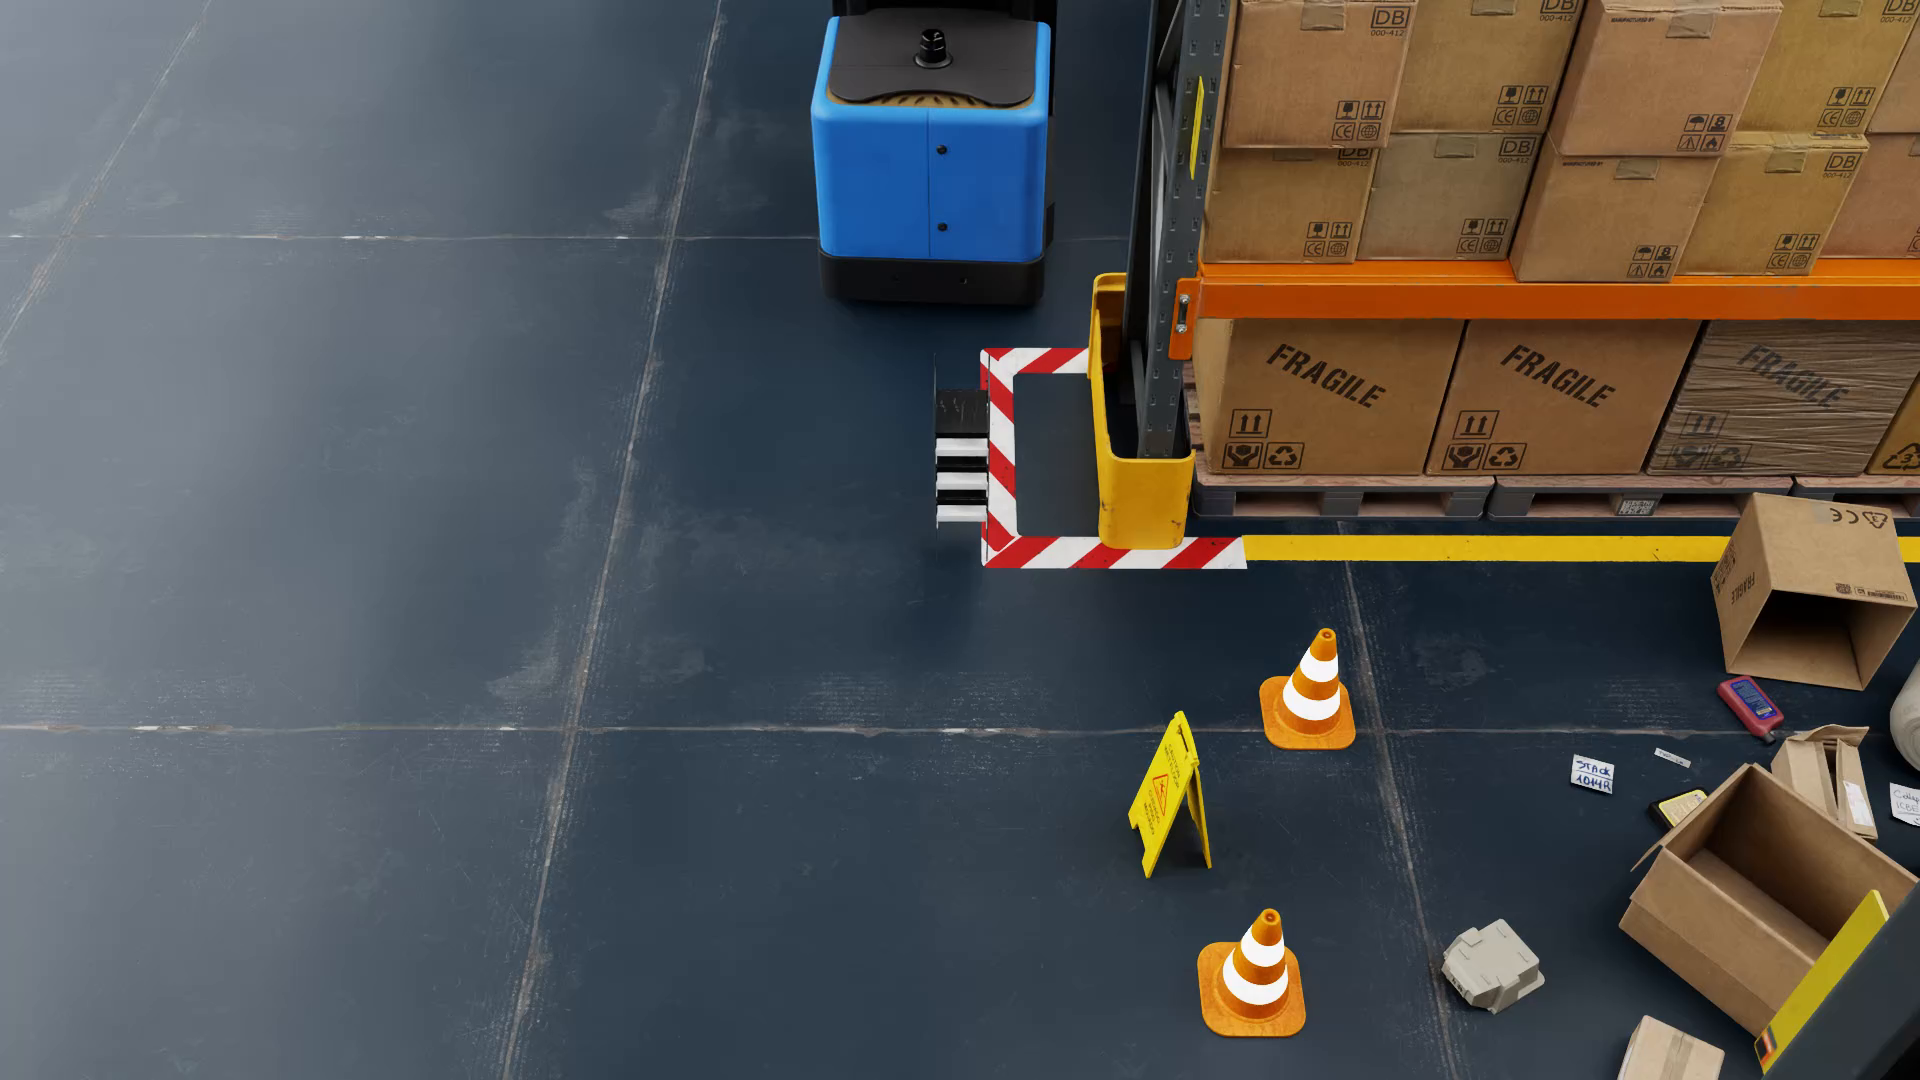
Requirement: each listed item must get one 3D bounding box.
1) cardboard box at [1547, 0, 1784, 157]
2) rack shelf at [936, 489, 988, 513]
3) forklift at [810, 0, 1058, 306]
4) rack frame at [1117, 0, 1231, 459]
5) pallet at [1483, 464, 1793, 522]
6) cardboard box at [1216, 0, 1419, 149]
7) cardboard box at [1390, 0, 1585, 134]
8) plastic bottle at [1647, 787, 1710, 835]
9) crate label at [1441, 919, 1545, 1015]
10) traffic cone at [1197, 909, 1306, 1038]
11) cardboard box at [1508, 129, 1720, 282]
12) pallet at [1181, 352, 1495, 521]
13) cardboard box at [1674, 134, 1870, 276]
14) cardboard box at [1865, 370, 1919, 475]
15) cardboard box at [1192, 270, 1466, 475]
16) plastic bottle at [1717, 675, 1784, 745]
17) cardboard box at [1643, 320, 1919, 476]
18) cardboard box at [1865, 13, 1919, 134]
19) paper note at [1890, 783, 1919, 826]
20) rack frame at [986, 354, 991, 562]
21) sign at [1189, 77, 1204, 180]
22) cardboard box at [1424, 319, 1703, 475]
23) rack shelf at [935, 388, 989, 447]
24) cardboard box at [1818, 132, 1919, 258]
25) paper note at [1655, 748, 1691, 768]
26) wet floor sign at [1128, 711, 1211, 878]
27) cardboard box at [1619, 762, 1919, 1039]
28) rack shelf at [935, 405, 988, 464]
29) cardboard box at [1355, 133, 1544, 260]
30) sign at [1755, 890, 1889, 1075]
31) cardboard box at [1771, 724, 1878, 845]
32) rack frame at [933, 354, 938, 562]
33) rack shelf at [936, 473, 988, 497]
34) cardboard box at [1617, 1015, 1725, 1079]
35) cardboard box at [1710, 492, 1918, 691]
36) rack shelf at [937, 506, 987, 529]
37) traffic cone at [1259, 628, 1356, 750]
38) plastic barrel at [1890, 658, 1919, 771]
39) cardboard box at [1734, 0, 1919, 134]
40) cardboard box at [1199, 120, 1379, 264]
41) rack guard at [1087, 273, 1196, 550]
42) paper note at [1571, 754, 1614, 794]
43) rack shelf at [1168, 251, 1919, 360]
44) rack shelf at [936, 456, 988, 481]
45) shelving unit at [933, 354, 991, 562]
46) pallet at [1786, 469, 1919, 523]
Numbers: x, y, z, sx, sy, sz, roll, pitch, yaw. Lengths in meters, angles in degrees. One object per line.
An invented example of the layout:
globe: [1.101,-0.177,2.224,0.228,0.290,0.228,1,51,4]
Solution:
cardboard box: [2.253,-1.767,5.586,0.550,0.550,0.875,0,47,0]
rack shelf: [0.008,-0.223,6.592,0.200,0.077,0.258,0,47,0]
forklift: [-0.059,-3.164,7.774,1.130,2.935,3.031,2,47,2]
rack frame: [0.772,-1.412,6.096,0.127,3.000,1.000,0,47,0]
pallet: [2.789,-0.512,7.163,1.213,0.211,1.003,0,47,0]
cardboard box: [1.143,-1.802,5.619,0.550,0.550,0.875,0,47,0]
cardboard box: [1.693,-1.868,5.680,0.550,0.550,0.875,0,47,0]
plastic bottle: [2.599,0.956,5.899,0.283,0.061,0.133,-15,49,-13]
crate label: [1.740,1.387,5.446,0.298,0.136,0.250,-23,51,-20]
traffic cone: [0.954,1.319,5.287,0.334,0.463,0.336,0,47,0]
cardboard box: [2.253,-1.417,5.998,0.550,0.550,0.875,0,47,0]
pallet: [1.572,-0.517,7.168,1.213,0.211,1.003,0,47,0]
cardboard box: [2.783,-1.446,6.025,0.500,0.550,0.875,0,47,0]
cardboard box: [4.143,-0.874,6.759,0.875,0.875,0.875,1,47,1]
cardboard box: [1.450,-0.878,6.764,0.875,0.875,0.875,0,47,0]
plastic bottle: [2.966,0.636,6.197,0.133,0.061,0.283,-15,49,-13]
cardboard box: [3.242,-0.873,6.759,0.875,0.875,0.875,0,47,0]
cardboard box: [3.313,-1.865,5.677,0.550,0.550,0.875,0,47,0]
paper note: [3.407,0.948,5.932,0.155,0.023,0.172,15,49,14]
rack frame: [0.110,-0.306,6.501,0.006,0.900,0.240,0,47,0]
sign: [0.764,-1.328,5.372,0.005,0.325,0.100,0,47,0]
cardboard box: [2.330,-0.877,6.763,0.875,0.875,0.875,-1,47,0]
rack shelf: [0.008,-0.468,6.328,0.200,0.077,0.258,0,47,0]
cardboard box: [3.313,-1.517,6.092,0.550,0.550,0.875,0,47,0]
paper note: [2.607,0.797,6.082,0.123,0.001,0.032,23,51,20]
wet floor sign: [0.736,0.839,5.609,0.232,0.644,0.267,-7,47,-7]
cardboard box: [2.621,1.213,5.358,0.637,0.503,0.797,-31,54,-26]
rack shelf: [0.008,-0.407,6.394,0.200,0.077,0.258,0,47,0]
cardboard box: [1.693,-1.510,6.085,0.550,0.550,0.875,0,47,0]
sign: [0.877,0.481,1.679,0.005,0.325,0.100,0,47,0]
cardboard box: [3.046,0.873,5.836,0.258,0.266,0.396,8,48,7]
rack frame: [-0.094,-0.307,6.502,0.006,0.900,0.240,0,47,0]
rack shelf: [0.008,-0.284,6.526,0.200,0.077,0.258,0,47,0]
cardboard box: [2.172,1.707,5.140,0.250,0.149,0.380,23,51,20]
cardboard box: [3.216,0.196,6.305,0.500,0.500,0.500,8,48,7]
rack shelf: [0.008,-0.161,6.657,0.200,0.077,0.258,0,47,0]
traffic cone: [1.298,0.493,6.056,0.334,0.463,0.336,0,47,0]
plastic barrel: [3.632,0.596,5.987,0.421,0.421,0.512,32,55,26]
cardboard box: [2.783,-1.861,5.673,0.500,0.550,0.875,0,47,0]
cardboard box: [1.143,-1.496,6.071,0.550,0.550,0.875,0,47,0]
rack guard: [0.748,-0.561,7.011,0.348,0.500,1.175,0,47,0]
paper note: [2.292,0.847,6.023,0.142,0.017,0.144,15,49,14]
rack shelf: [2.772,-1.162,6.354,4.000,0.370,1.077,0,47,0]
rack shelf: [0.008,-0.345,6.460,0.200,0.077,0.258,0,47,0]
shelving unit: [0.008,-0.307,6.501,0.210,0.900,0.258,0,47,0]
pallet: [4.012,-0.511,7.162,1.213,0.211,1.003,0,47,0]
